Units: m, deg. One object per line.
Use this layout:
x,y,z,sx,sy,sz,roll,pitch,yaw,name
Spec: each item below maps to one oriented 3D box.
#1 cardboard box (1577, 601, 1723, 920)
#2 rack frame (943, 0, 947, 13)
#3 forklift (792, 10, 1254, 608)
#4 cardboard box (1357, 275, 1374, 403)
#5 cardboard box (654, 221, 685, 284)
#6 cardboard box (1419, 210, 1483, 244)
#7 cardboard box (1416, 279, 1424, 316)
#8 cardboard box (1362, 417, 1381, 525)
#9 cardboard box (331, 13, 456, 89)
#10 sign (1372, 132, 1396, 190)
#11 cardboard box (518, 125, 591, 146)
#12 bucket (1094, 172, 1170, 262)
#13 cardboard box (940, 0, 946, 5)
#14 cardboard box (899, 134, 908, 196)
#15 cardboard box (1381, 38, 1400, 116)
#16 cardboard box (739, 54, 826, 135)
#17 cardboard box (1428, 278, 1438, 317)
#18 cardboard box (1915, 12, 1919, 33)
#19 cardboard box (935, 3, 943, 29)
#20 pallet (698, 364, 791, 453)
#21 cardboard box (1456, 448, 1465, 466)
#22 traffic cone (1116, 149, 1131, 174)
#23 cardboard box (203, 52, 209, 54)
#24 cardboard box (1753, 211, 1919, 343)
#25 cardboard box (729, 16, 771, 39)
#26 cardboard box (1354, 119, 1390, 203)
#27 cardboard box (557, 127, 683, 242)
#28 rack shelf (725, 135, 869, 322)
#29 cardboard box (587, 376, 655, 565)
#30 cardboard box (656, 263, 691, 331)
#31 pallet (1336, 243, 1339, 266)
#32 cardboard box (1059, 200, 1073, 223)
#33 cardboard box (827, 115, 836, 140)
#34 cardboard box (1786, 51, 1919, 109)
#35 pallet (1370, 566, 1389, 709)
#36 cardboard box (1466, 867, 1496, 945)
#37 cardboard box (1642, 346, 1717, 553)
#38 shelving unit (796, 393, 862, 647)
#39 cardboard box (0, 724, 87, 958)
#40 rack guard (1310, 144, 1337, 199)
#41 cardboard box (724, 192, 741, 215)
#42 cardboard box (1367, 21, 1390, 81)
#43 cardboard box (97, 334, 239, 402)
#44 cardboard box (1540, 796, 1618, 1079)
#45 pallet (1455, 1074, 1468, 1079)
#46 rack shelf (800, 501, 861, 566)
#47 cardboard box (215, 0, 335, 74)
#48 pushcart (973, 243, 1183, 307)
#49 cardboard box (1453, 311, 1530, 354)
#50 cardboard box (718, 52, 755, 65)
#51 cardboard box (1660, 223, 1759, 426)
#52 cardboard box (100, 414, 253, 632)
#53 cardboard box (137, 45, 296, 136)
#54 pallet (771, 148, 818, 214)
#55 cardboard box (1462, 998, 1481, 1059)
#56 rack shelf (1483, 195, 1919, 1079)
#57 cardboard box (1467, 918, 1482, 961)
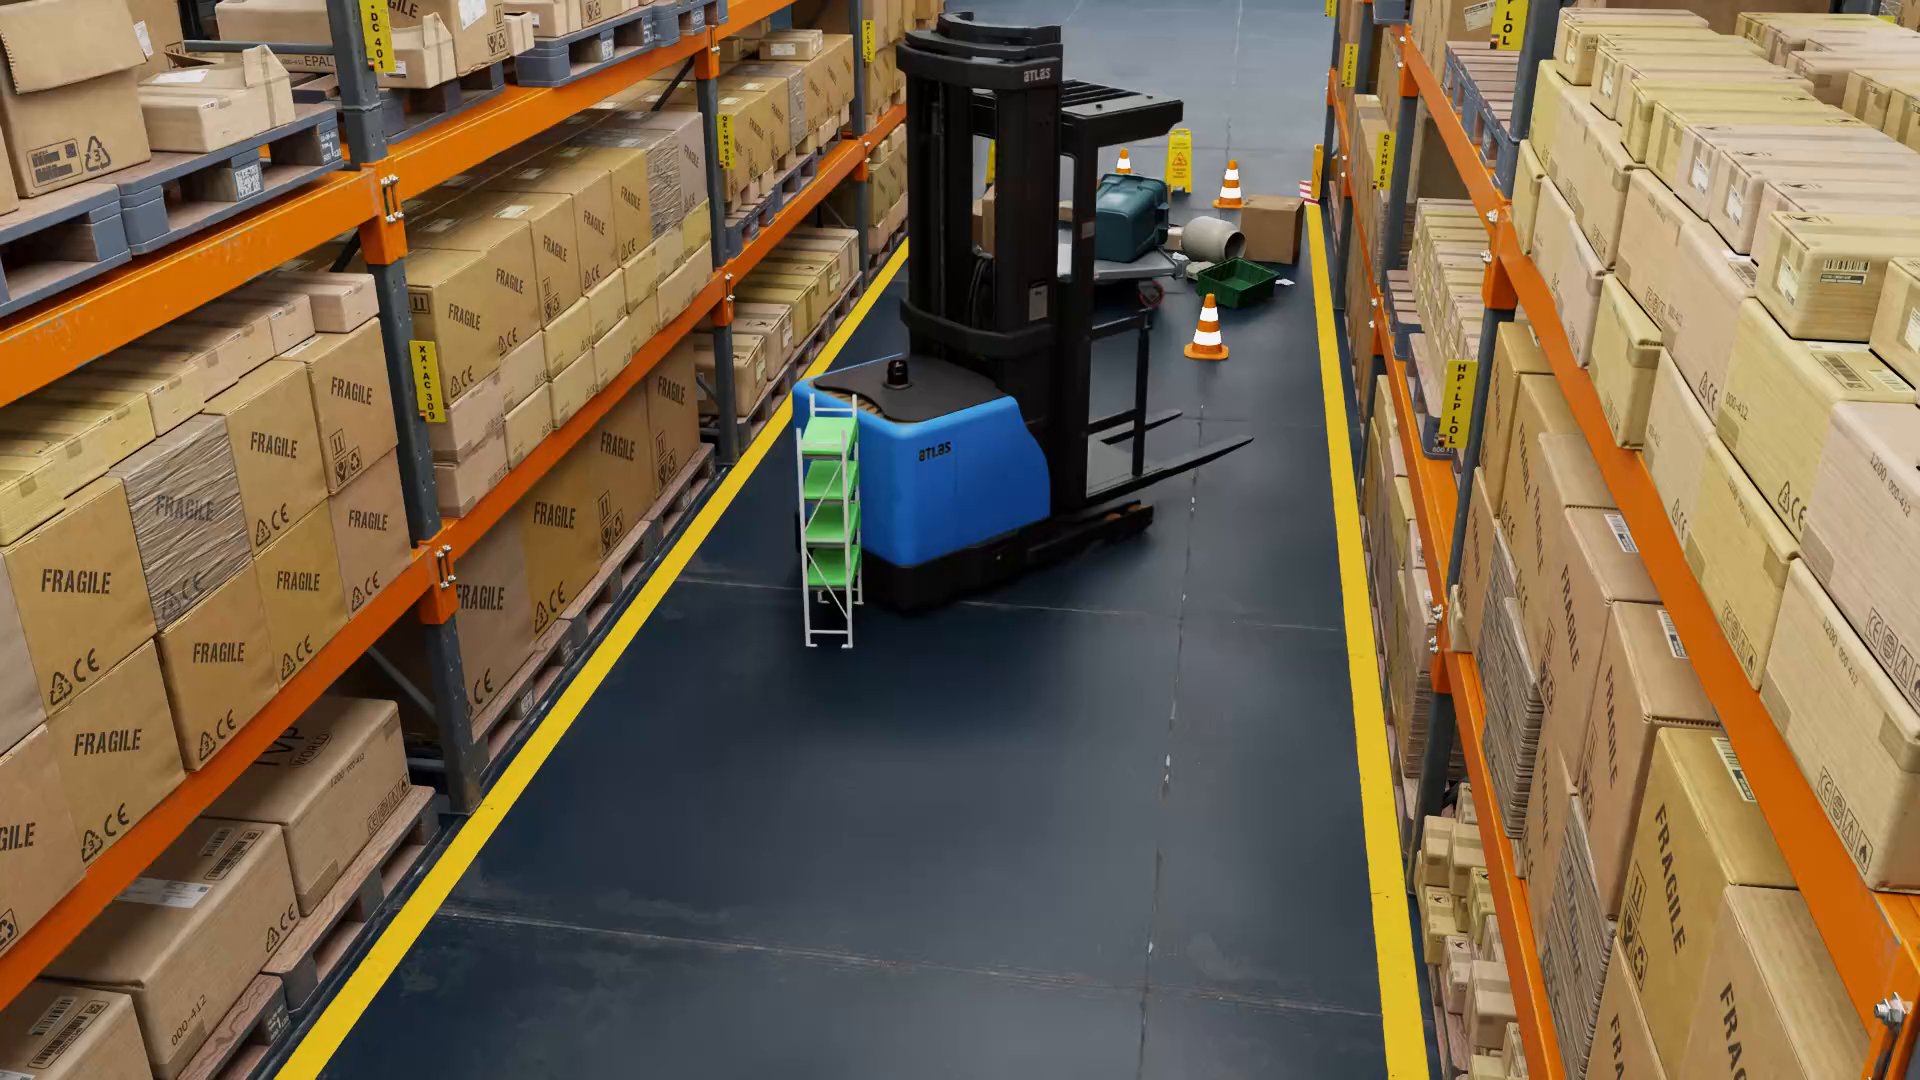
1.638,0.485,3.528,0.500,0.500,0.500,5,26,11,cardboard box
-0.635,-5.236,17.399,1.000,3.000,0.127,4,25,9,rack frame
0.515,-1.470,9.433,3.031,2.935,1.130,-20,32,-36,forklift
3.285,-1.375,11.309,1.050,0.750,0.750,4,25,9,cardboard box
-1.851,-1.614,9.247,0.500,0.250,0.500,3,25,7,cardboard box
2.649,-1.643,8.822,0.380,0.149,0.250,3,25,7,cardboard box
2.597,-1.268,8.722,0.380,0.149,0.250,5,26,11,cardboard box
2.590,-0.370,9.455,0.500,0.500,0.500,3,25,6,cardboard box
-2.169,-1.890,6.375,0.396,0.266,0.258,4,25,8,cardboard box
2.409,-2.151,9.442,0.100,0.325,0.005,4,25,9,sign
-2.336,-1.991,9.168,0.500,0.500,0.500,4,25,9,cardboard box
1.359,-2.685,14.017,0.726,0.611,0.620,13,38,26,bucket
-0.503,-5.640,16.614,0.700,0.500,0.500,3,25,7,cardboard box
-0.764,-3.517,15.590,0.500,0.500,0.500,5,26,11,cardboard box
3.454,-3.338,12.045,0.700,0.500,0.500,4,25,8,cardboard box
-1.308,-3.302,12.301,0.500,0.500,0.500,5,26,10,cardboard box
2.515,-1.178,8.178,0.380,0.149,0.250,4,25,9,cardboard box
8.614,-4.554,14.292,0.500,0.500,0.500,4,25,9,cardboard box
-0.452,-5.170,16.789,0.500,0.500,0.500,4,25,8,cardboard box
-1.814,-0.954,11.540,1.003,0.211,1.213,4,25,9,pallet
2.258,-0.386,6.837,0.380,0.149,0.250,4,25,8,cardboard box
1.718,-3.884,17.501,0.336,0.463,0.334,4,25,9,traffic cone
-6.456,-4.113,14.115,0.380,0.149,0.250,3,25,7,cardboard box
1.529,-0.423,2.693,0.380,0.149,0.250,4,25,9,cardboard box
-1.715,-4.055,13.146,0.380,0.149,0.250,4,25,8,cardboard box
3.094,-2.687,11.833,0.500,0.500,0.500,4,25,8,cardboard box
-1.845,-1.939,9.057,0.500,0.500,0.500,4,25,9,cardboard box
-1.616,-2.401,12.190,1.077,0.370,4.000,4,25,9,rack shelf
-2.287,-0.463,9.211,0.875,0.875,0.875,4,25,9,cardboard box
-1.837,-1.378,9.333,0.500,0.250,0.500,4,25,9,cardboard box
3.812,-2.312,14.441,1.003,0.211,1.213,4,25,9,pallet
1.144,-3.257,16.534,0.380,0.149,0.250,19,31,35,cardboard box
-1.168,-3.186,12.820,0.380,0.149,0.250,4,25,8,cardboard box
2.331,-1.147,4.240,0.380,0.149,0.250,5,26,10,cardboard box
2.626,0.509,8.414,1.003,0.211,1.213,4,25,9,pallet
1.947,1.265,5.676,0.380,0.149,0.250,4,25,8,cardboard box
1.634,-0.164,3.200,0.500,0.250,0.500,5,26,11,cardboard box
-0.662,-0.099,8.547,0.258,1.200,0.503,1,25,3,shelving unit
-2.732,0.804,4.376,0.500,0.500,0.500,4,25,8,cardboard box
4.269,-3.814,17.308,1.175,0.500,0.348,4,25,9,rack guard
-1.627,-2.206,10.725,0.380,0.149,0.250,2,25,5,cardboard box
3.705,-3.972,13.246,0.875,0.550,0.550,4,25,9,cardboard box
-2.557,-0.545,5.314,0.380,0.149,0.250,4,25,8,cardboard box
1.632,0.943,3.729,0.500,0.500,0.500,4,25,9,cardboard box
2.032,2.141,4.927,1.003,0.211,1.213,4,25,9,pallet
-0.662,-0.041,8.574,0.258,0.148,0.480,1,25,3,rack shelf
-2.660,-2.109,6.789,0.500,0.311,0.500,4,25,9,cardboard box
0.969,-2.239,14.088,1.648,0.377,0.936,-5,25,-10,pushcart
2.350,-0.877,7.184,0.380,0.149,0.250,3,25,7,cardboard box
-1.824,-3.342,12.388,0.500,0.500,0.500,4,25,8,cardboard box
1.643,-0.399,3.114,0.500,0.250,0.500,4,25,9,cardboard box
-2.566,-0.074,5.072,0.500,0.500,0.500,4,25,9,cardboard box
-2.385,-1.461,5.341,0.396,0.266,0.258,5,26,10,cardboard box
-1.660,-2.634,12.066,1.003,0.211,1.213,4,25,9,pallet
1.902,1.643,5.570,0.380,0.149,0.250,4,25,7,cardboard box
1.977,-0.113,3.764,1.077,0.370,4.000,4,25,9,rack shelf
1.972,1.395,5.747,0.380,0.149,0.250,4,25,8,cardboard box
